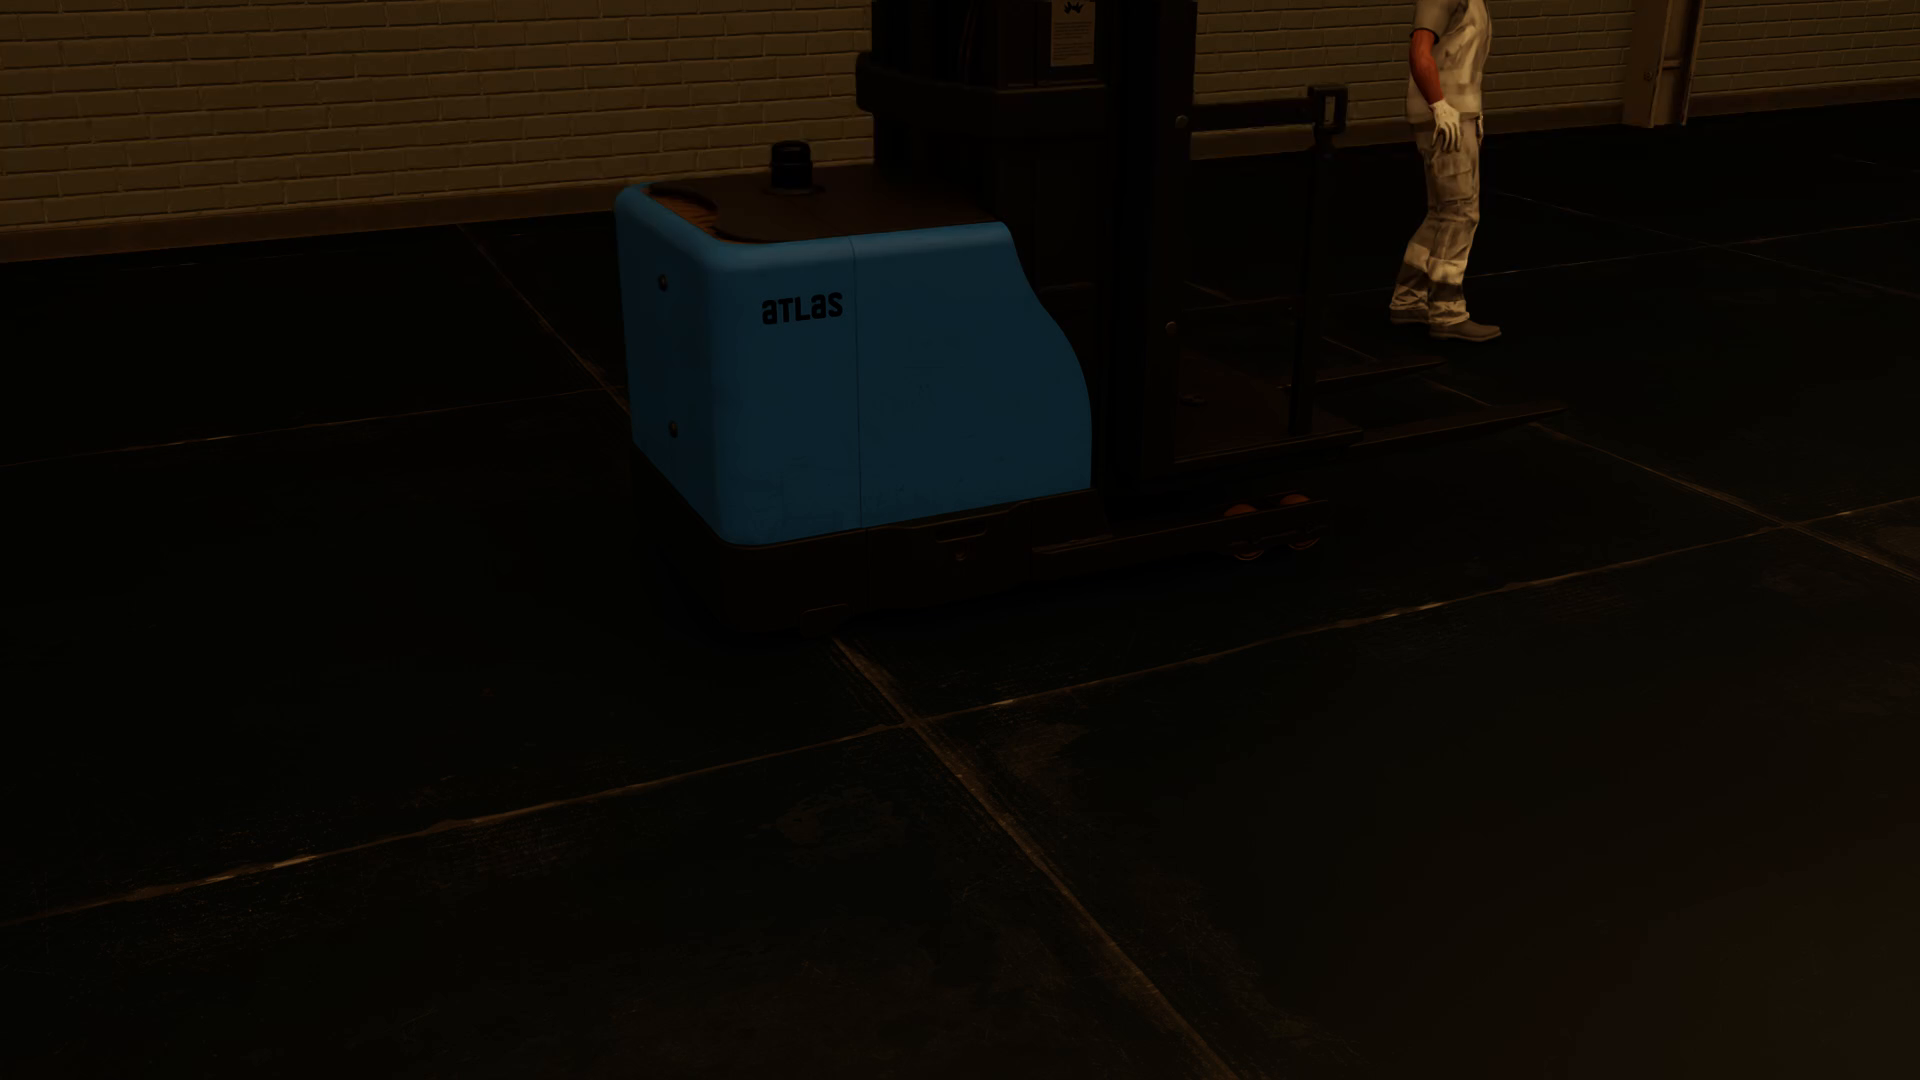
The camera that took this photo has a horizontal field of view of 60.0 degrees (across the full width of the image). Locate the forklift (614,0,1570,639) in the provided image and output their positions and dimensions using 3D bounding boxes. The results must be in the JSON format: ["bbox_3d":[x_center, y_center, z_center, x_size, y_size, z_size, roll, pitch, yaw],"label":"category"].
[{"bbox_3d":[0.553,-1.463,4.807,3.031,2.935,1.130,-10,25,-23],"label":"forklift"}]

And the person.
[{"bbox_3d":[2.128,-1.750,7.011,0.505,1.772,0.757,7,24,16],"label":"person"}]
